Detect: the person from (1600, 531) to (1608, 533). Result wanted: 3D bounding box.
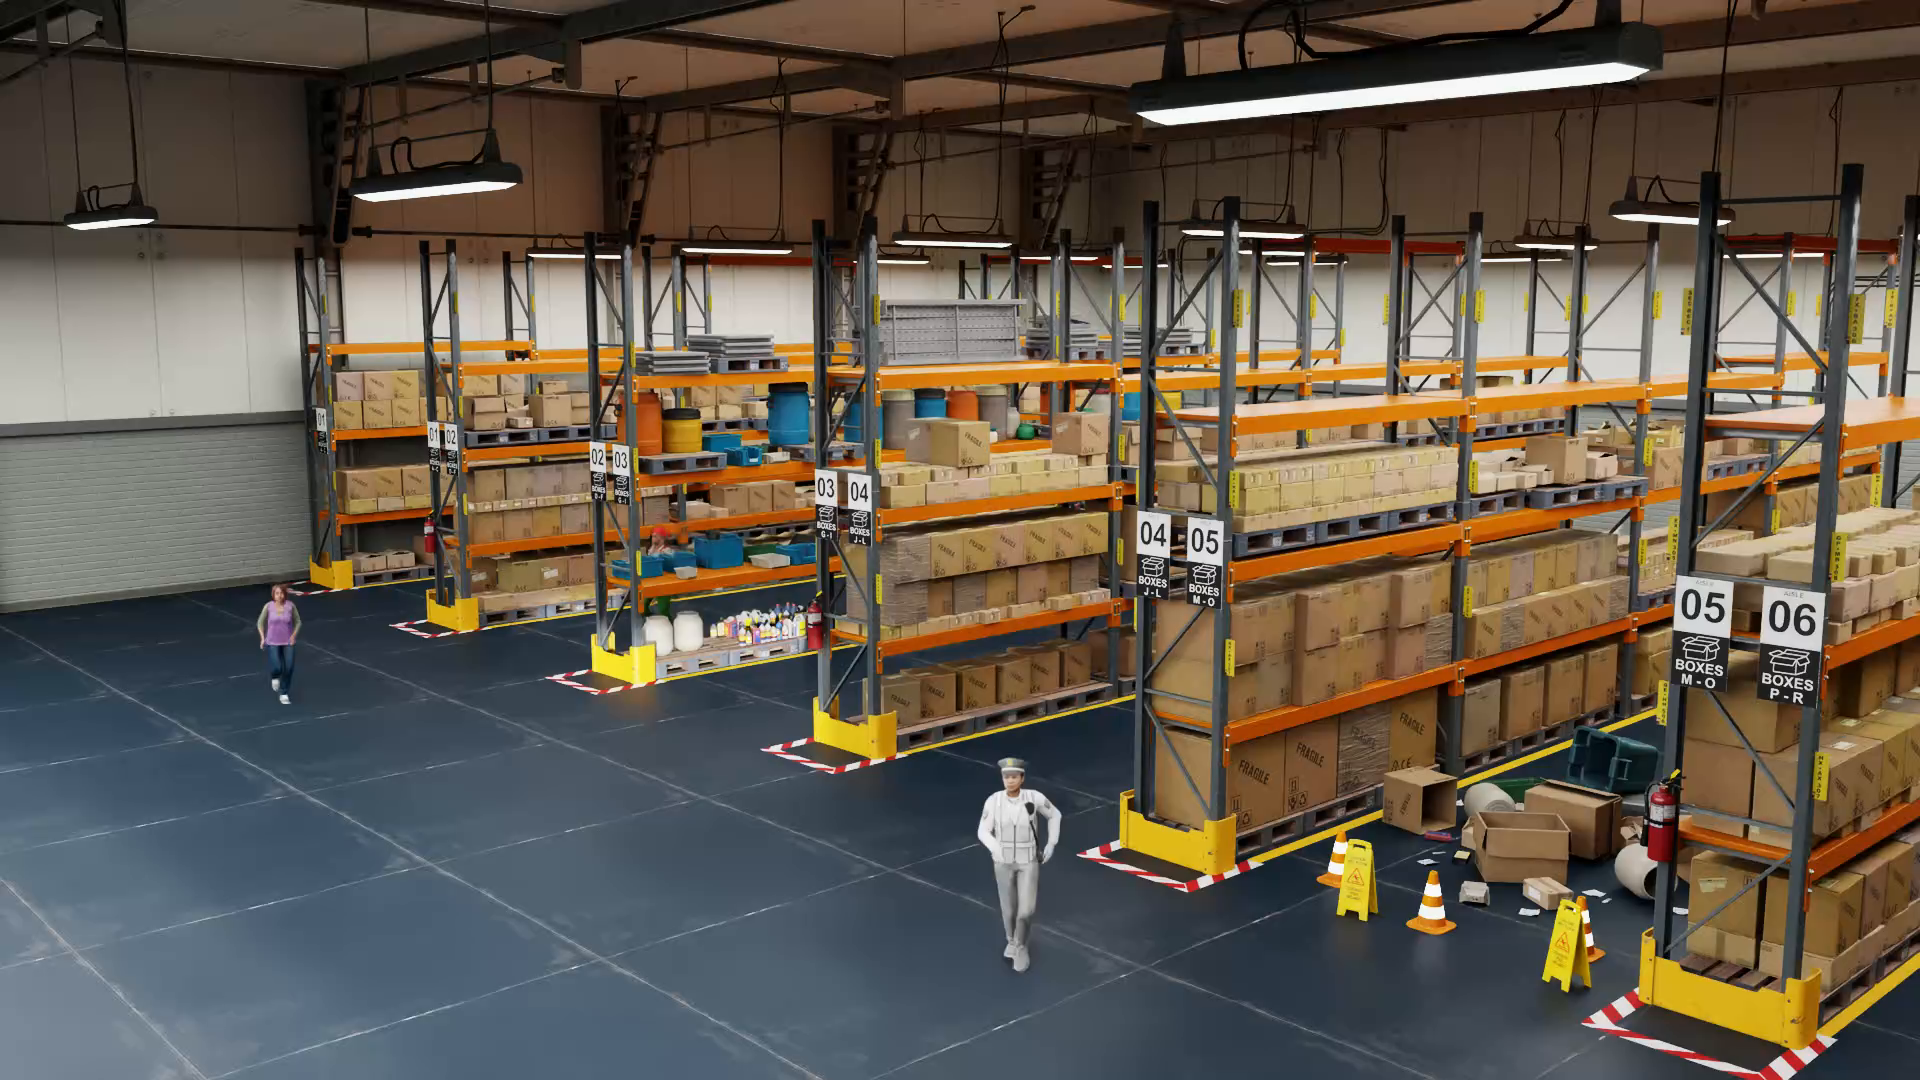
[{"bbox_3d":[9.368,0.730,24.411,0.580,1.726,0.649,-8,11,-43],"label":"person"}]

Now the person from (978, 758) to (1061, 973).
[{"bbox_3d":[0.445,2.486,12.792,0.623,1.678,0.654,1,8,8],"label":"person"}]

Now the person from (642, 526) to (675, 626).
[{"bbox_3d":[-4.497,0.684,24.590,0.654,1.781,0.697,6,10,36],"label":"person"}]

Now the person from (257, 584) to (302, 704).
[{"bbox_3d":[-8.641,1.320,21.156,0.522,1.553,0.577,-4,9,-26],"label":"person"}]
